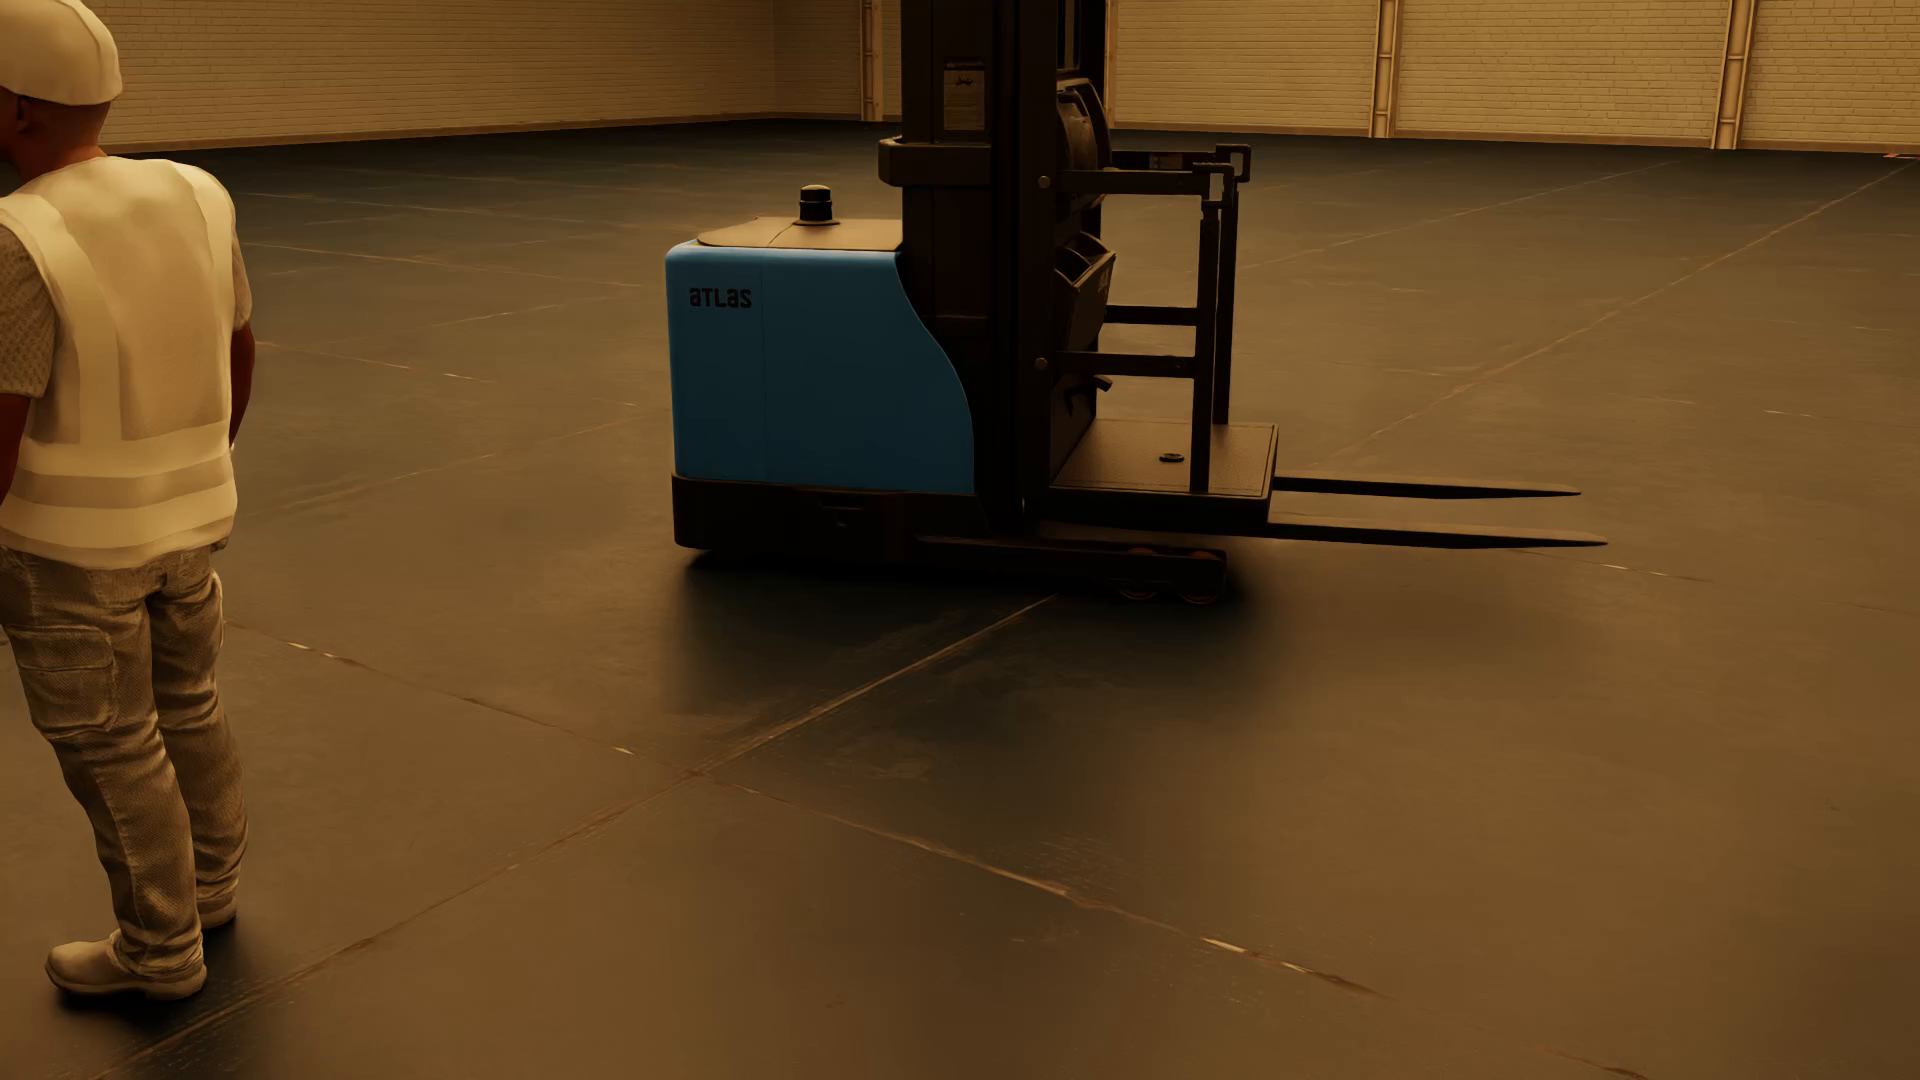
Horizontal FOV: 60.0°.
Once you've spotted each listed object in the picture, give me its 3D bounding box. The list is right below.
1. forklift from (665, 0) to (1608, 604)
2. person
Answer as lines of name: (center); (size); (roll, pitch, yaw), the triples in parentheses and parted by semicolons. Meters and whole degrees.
forklift: (0.595, -1.367, 5.404); (3.031, 2.935, 1.130); (4, 17, 12)
person: (-1.543, -0.028, 2.902); (0.577, 1.784, 0.657); (5, 17, 16)
